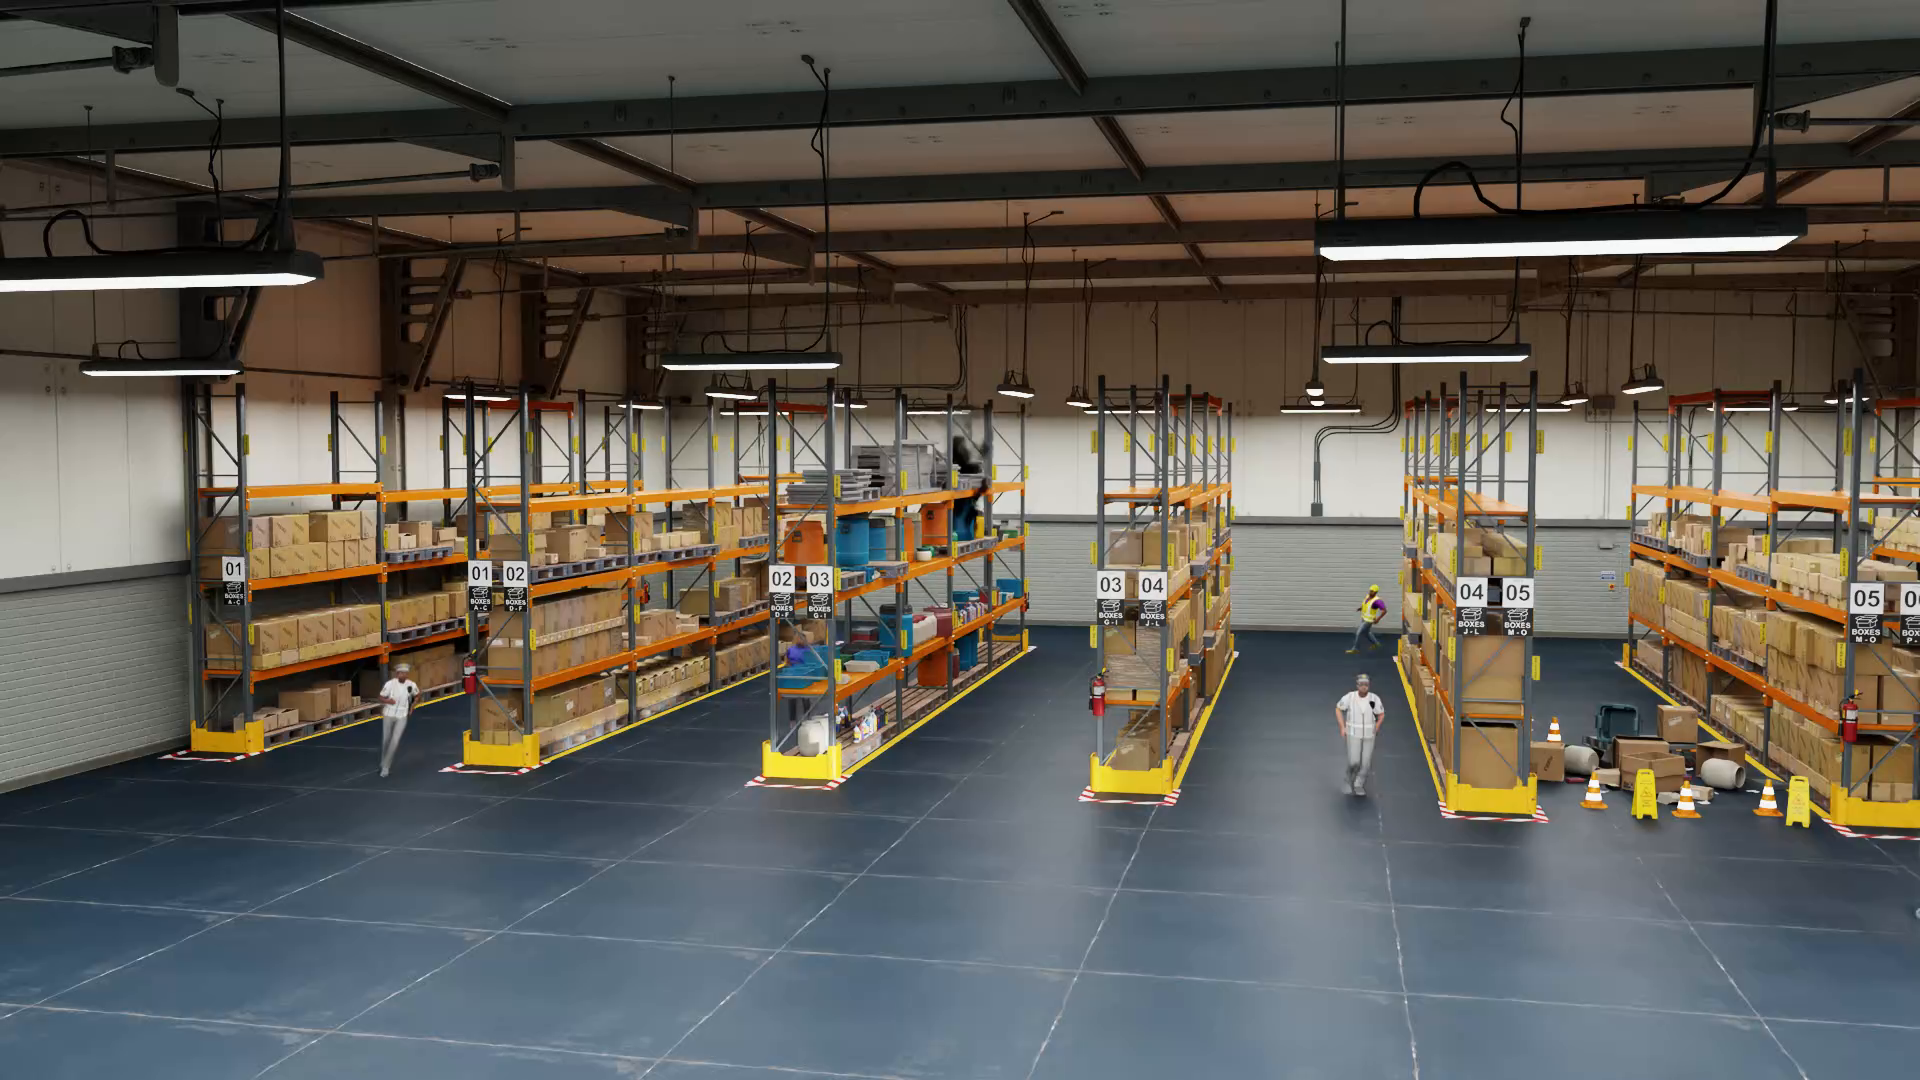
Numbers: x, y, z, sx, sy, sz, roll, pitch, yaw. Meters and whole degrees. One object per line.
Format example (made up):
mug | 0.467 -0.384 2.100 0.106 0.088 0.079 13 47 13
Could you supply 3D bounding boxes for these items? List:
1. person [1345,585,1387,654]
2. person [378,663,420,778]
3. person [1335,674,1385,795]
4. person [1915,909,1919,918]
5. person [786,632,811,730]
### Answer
person | 9.689 1.887 39.733 0.938 1.678 0.864 1 3 10
person | -8.586 2.714 25.425 0.614 1.692 0.847 -1 3 -13
person | 5.720 2.777 23.655 0.667 1.757 0.618 0 3 1
person | 9.803 3.201 16.400 0.671 1.728 0.597 -3 4 -40
person | -2.854 2.487 29.520 0.547 1.718 0.777 0 3 5
